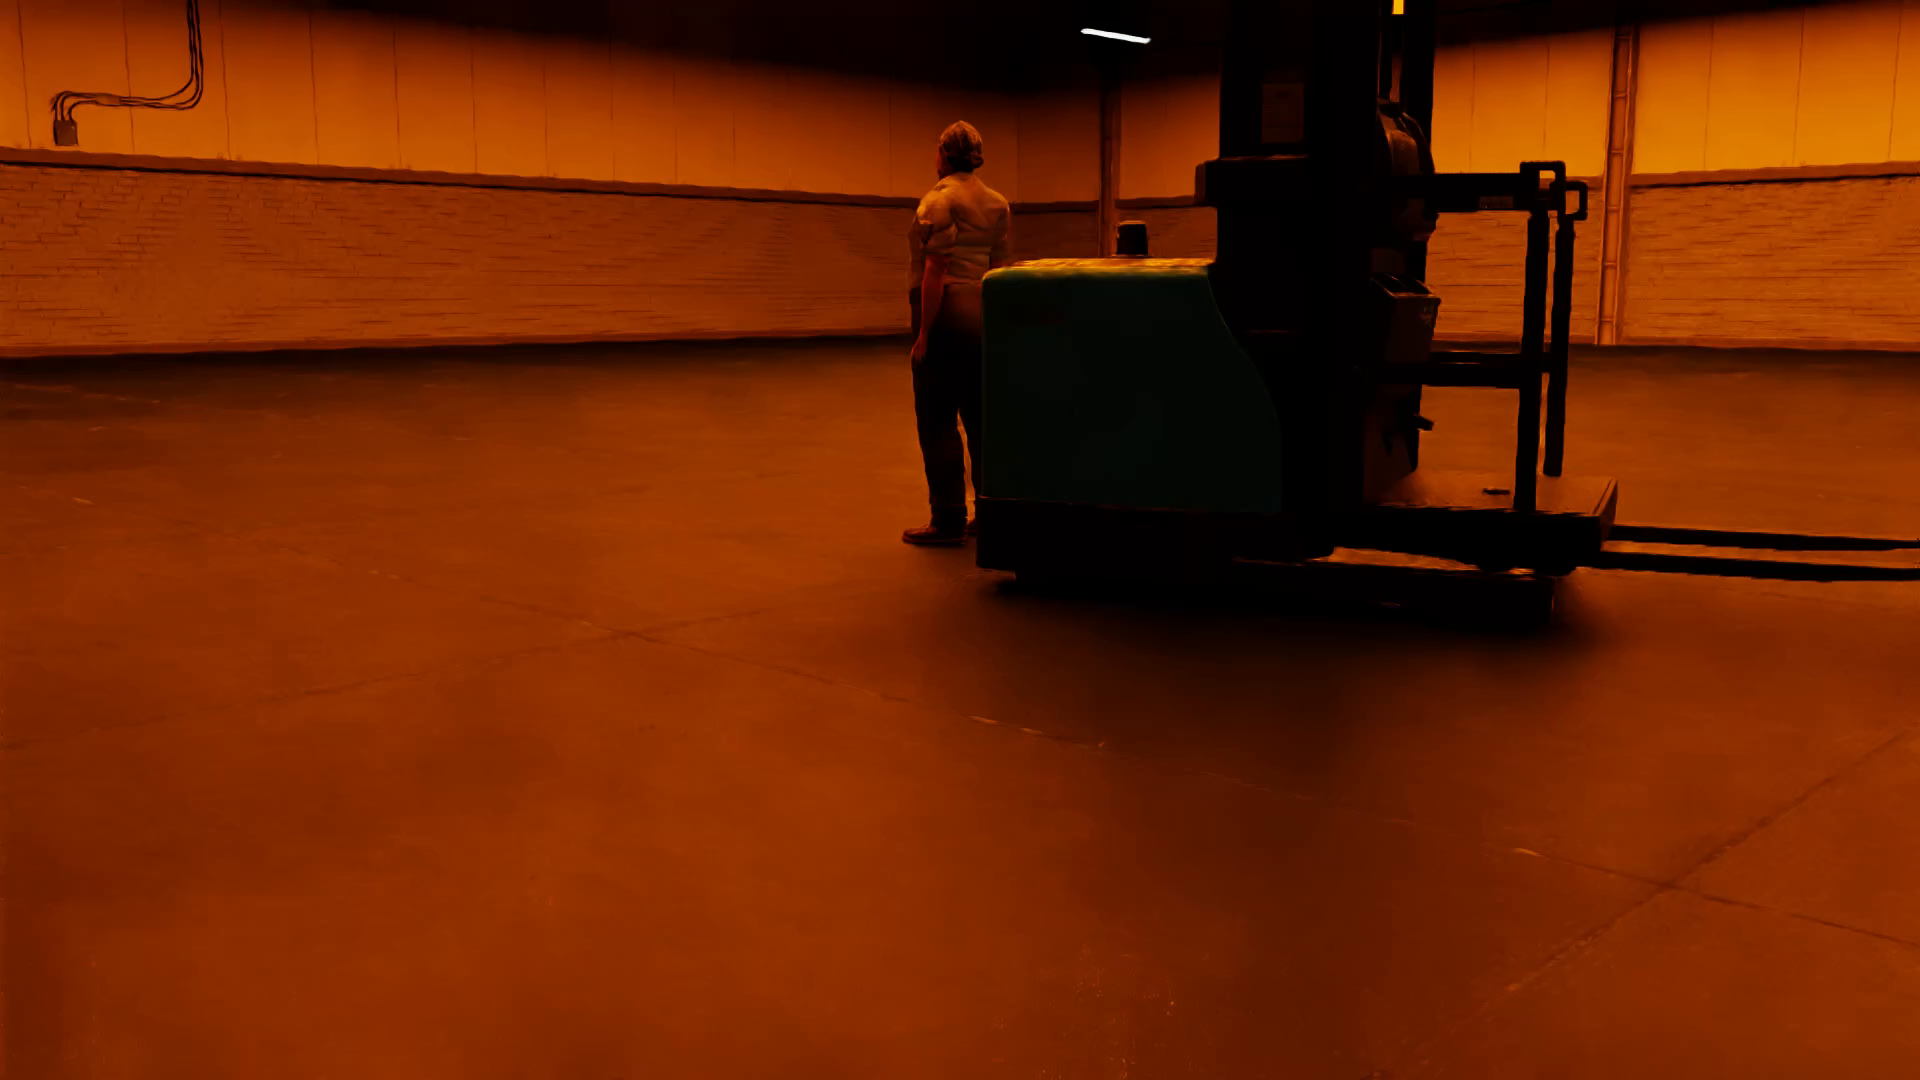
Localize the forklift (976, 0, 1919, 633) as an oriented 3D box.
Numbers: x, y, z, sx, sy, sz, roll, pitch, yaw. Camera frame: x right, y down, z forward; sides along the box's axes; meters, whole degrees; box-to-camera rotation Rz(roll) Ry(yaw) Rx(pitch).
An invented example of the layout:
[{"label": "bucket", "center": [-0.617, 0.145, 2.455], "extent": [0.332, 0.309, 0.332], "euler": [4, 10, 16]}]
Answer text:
[{"label": "forklift", "center": [1.619, -1.266, 5.280], "extent": [3.031, 2.935, 1.130], "euler": [4, 9, 24]}]

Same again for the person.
[{"label": "person", "center": [-0.006, -0.809, 6.612], "extent": [0.349, 1.639, 0.480], "euler": [8, 12, 43]}]
